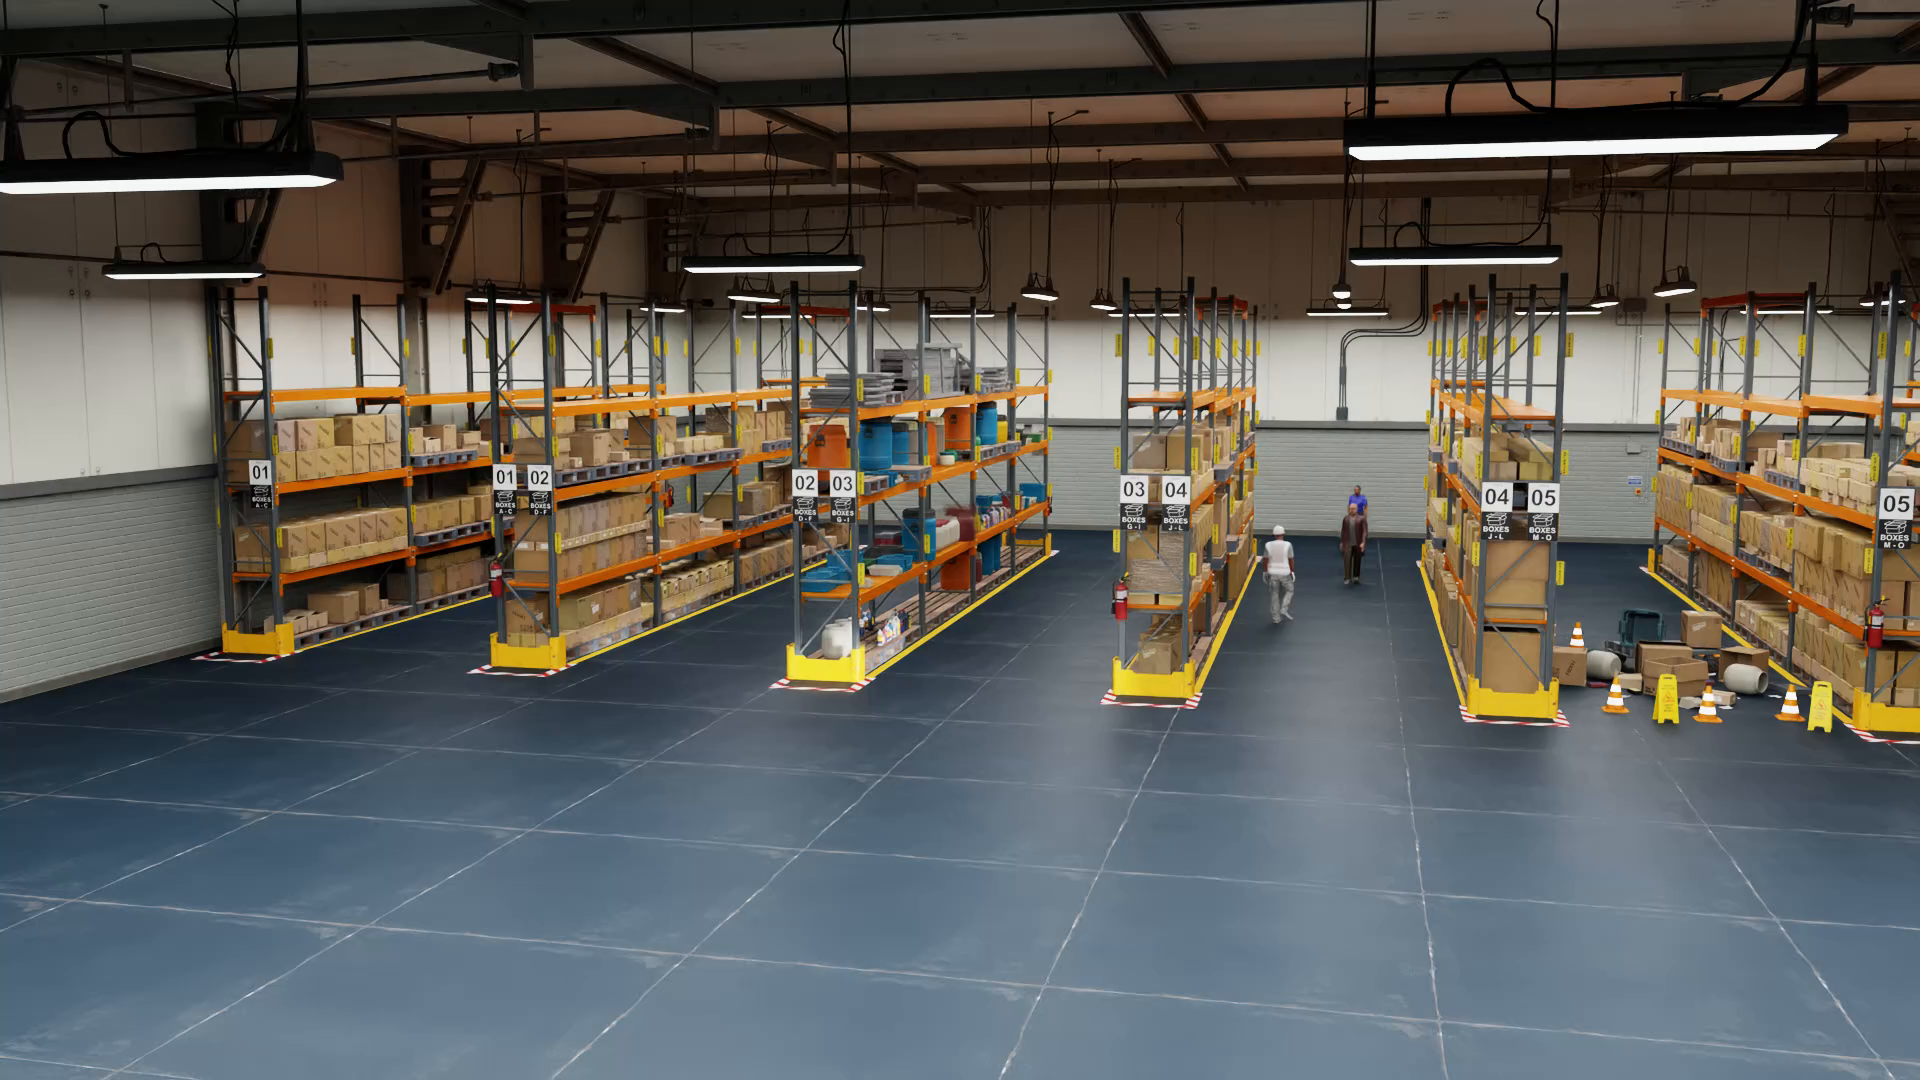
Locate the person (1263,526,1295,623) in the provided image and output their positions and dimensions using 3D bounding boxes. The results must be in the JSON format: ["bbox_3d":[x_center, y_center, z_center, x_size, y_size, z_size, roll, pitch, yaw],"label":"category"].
[{"bbox_3d":[5.824,0.632,30.406,0.585,1.785,0.521,2,7,19],"label":"person"}]

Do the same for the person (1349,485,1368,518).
[{"bbox_3d":[9.938,-0.578,41.527,0.455,1.595,1.033,1,7,10],"label":"person"}]

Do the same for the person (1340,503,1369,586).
[{"bbox_3d":[8.341,0.079,35.208,0.590,1.712,1.129,2,7,15],"label":"person"}]
